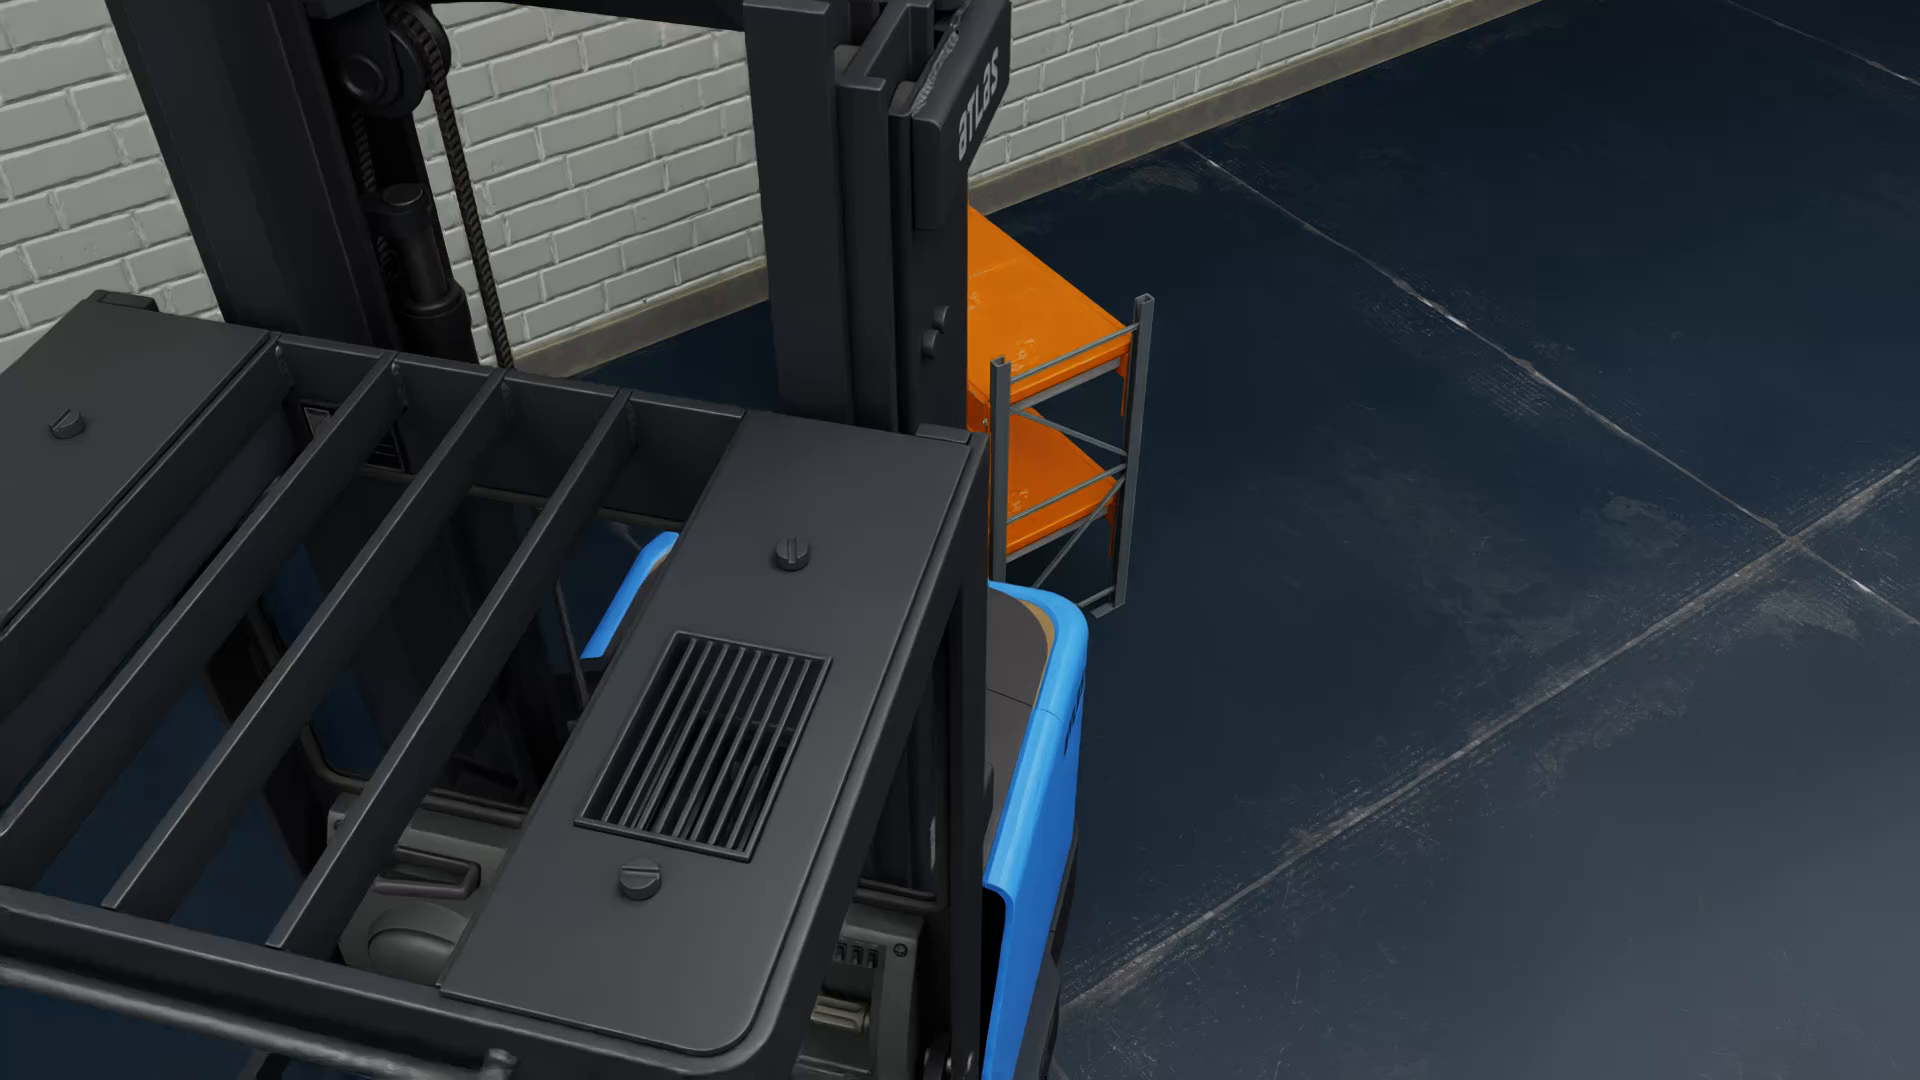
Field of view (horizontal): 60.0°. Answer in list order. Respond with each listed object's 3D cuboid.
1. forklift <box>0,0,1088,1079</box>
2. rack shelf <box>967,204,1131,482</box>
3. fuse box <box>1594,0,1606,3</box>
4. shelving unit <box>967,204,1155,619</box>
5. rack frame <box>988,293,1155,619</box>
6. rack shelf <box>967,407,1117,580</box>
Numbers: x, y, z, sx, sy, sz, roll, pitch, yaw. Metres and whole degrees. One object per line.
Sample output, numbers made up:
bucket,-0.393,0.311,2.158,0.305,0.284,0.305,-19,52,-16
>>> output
forklift,-0.568,0.743,2.349,1.130,2.935,3.031,10,45,10
rack shelf,-0.004,-0.622,4.663,0.538,0.278,1.000,-26,49,-24
fuse box,3.099,-3.199,7.361,0.539,1.711,0.414,-26,49,-24
shelving unit,-0.004,-0.411,4.866,0.538,1.125,1.048,-26,49,-24
rack frame,0.287,-0.123,4.564,0.500,1.125,0.032,-26,49,-24
rack shelf,-0.004,-0.234,5.034,0.538,0.278,1.000,-26,49,-24
